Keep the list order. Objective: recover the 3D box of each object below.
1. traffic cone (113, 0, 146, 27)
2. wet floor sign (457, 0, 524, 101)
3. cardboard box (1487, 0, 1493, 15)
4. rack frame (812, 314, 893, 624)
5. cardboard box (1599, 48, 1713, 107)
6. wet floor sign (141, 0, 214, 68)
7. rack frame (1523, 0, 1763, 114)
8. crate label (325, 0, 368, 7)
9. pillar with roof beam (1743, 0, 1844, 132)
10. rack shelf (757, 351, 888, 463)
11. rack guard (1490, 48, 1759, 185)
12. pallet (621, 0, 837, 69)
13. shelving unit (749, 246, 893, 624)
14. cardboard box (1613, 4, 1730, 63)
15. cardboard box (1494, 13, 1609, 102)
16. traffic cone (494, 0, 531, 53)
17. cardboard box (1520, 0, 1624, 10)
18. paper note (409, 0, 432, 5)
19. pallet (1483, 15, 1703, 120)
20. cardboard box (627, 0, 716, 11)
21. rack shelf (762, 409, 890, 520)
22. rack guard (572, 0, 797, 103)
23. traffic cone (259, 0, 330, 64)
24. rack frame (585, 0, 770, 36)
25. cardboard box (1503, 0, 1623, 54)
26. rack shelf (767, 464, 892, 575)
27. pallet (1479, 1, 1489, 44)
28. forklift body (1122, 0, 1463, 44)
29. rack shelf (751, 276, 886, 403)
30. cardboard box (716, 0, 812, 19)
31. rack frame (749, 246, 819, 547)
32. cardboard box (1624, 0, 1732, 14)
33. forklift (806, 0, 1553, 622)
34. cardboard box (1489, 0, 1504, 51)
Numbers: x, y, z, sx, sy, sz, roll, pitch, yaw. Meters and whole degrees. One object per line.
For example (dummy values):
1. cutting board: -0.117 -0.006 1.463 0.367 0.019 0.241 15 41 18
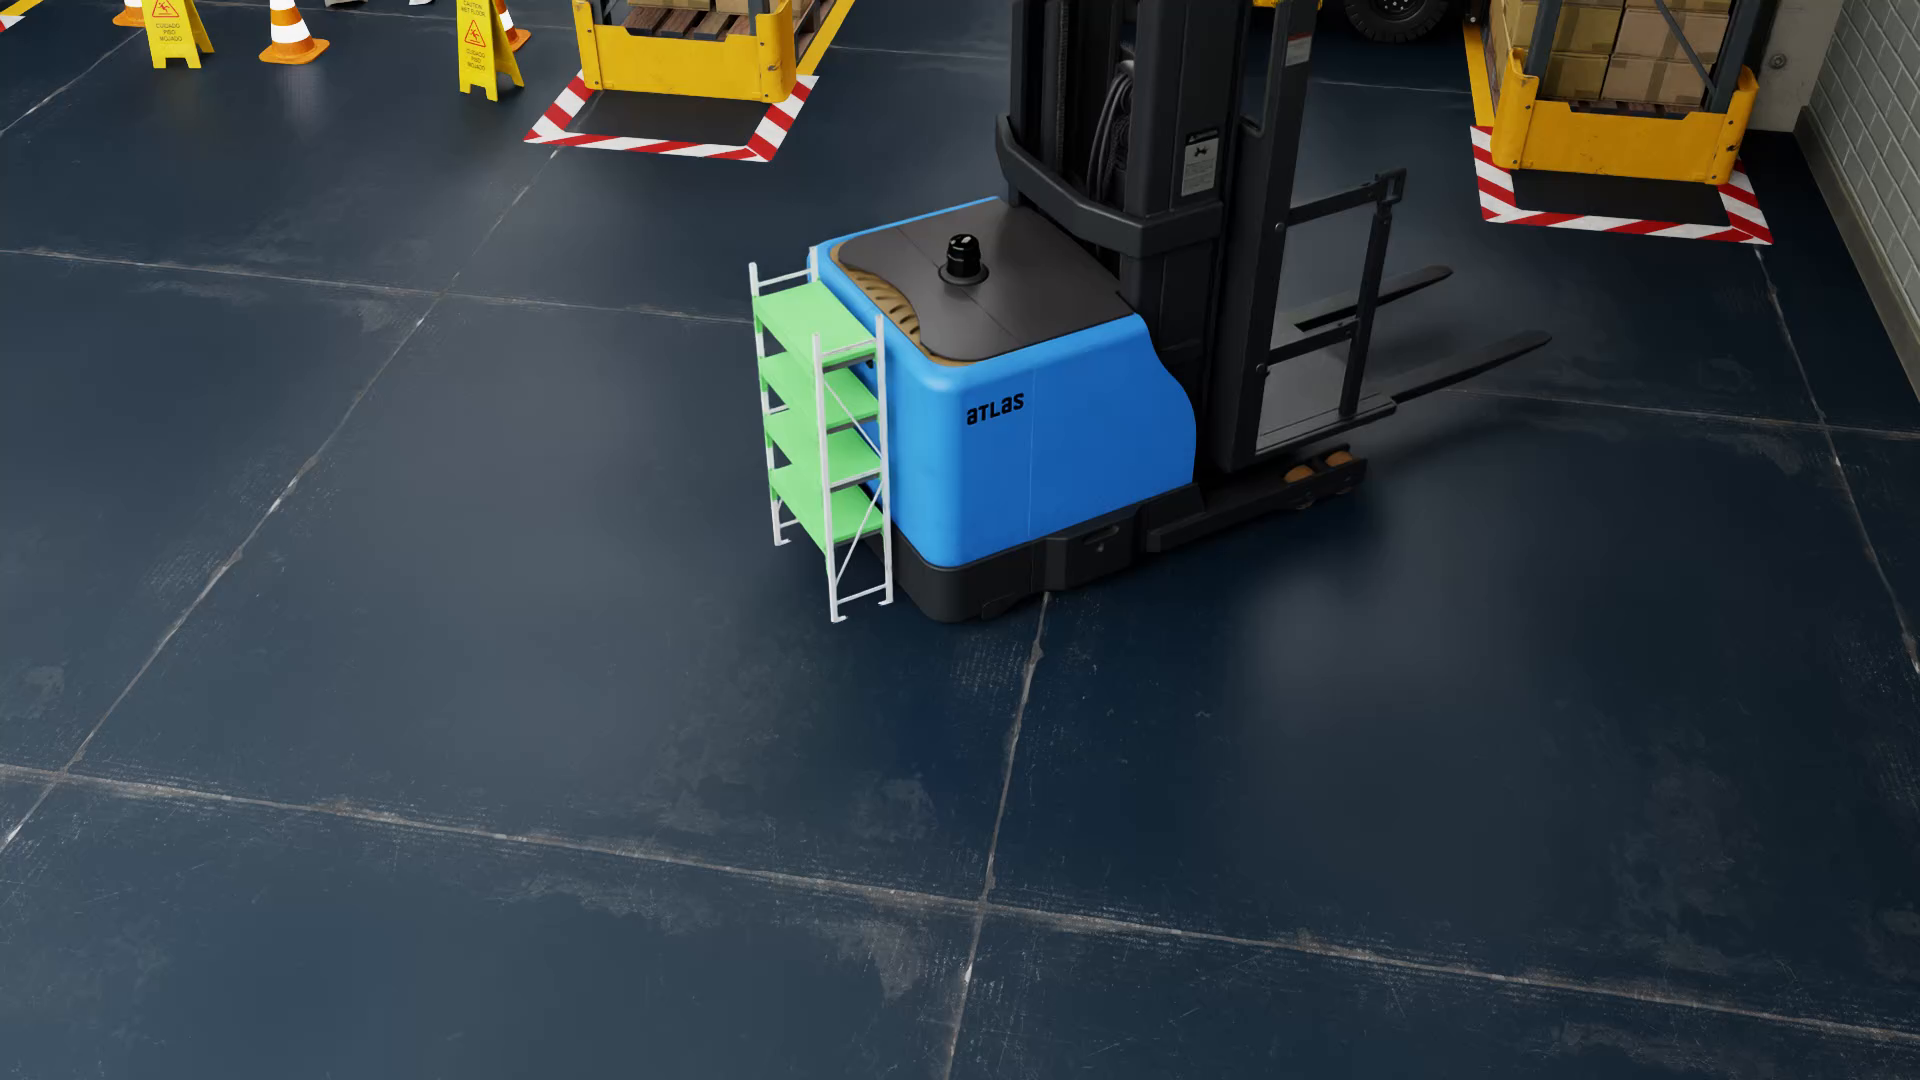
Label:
1. traffic cone: -4.930 -3.362 9.954 0.336 0.463 0.334 6 40 8
2. wet floor sign: -2.615 -2.772 9.097 0.267 0.644 0.232 20 44 23
3. cardboard box: 3.323 -3.192 9.585 0.500 0.250 0.500 7 40 8
4. rack frame: -0.349 -0.207 5.559 0.240 1.200 0.015 -20 43 -22
5. cardboard box: 3.639 -2.525 8.778 0.500 0.250 0.500 7 40 8
6. wet floor sign: -4.475 -3.019 9.396 0.267 0.644 0.232 0 40 0
7. rack frame: 3.362 -3.136 7.689 1.000 3.000 0.127 6 40 8
8. crate label: -3.801 -3.399 10.254 0.250 0.136 0.298 -13 41 -15
9. pillar with roof beam: 0.130 -6.260 6.760 9.100 9.000 0.400 6 40 8
10. rack shelf: -0.467 -0.478 5.611 0.258 0.148 0.480 -20 43 -22
11. rack guard: 3.358 -2.157 8.467 1.175 0.500 0.348 6 40 8
12. pallet: -1.339 -3.160 9.906 1.003 0.211 1.213 6 40 8
13. shelving unit: -0.467 -0.343 5.723 0.258 1.200 0.503 -20 43 -22
14. cardboard box: 3.648 -2.703 8.601 0.500 0.250 0.500 7 40 8
15. cardboard box: 3.132 -2.568 8.830 0.500 0.250 0.500 7 40 8
16. traffic cone: -2.724 -3.115 9.655 0.336 0.463 0.334 6 40 8
17. cardboard box: 3.134 -2.947 8.504 0.500 0.250 0.500 8 40 9
18. paper note: -3.325 -3.349 10.277 0.148 0.019 0.142 -6 40 -8
19. pallet: 3.453 -2.546 9.163 1.003 0.211 1.213 6 40 8
20. cardboard box: -1.649 -3.335 9.758 0.500 0.250 0.500 6 40 7
21. rack shelf: -0.467 -0.294 5.764 0.258 0.148 0.480 -20 43 -22
22. rack guard: -1.515 -2.765 9.202 1.175 0.500 0.348 6 40 8
23. traffic cone: -3.876 -3.024 9.545 0.336 0.463 0.334 6 40 8
24. rack frame: -1.528 -3.681 8.348 1.000 3.000 0.127 6 40 8
25. cardboard box: 3.138 -2.771 8.683 0.500 0.250 0.500 6 40 7
26. rack shelf: -0.467 -0.109 5.917 0.258 0.148 0.480 -20 43 -22
27. pallet: 3.666 -3.309 10.087 1.003 0.211 1.213 6 40 8
28. forklift body: 1.893 -4.200 9.642 2.313 2.155 1.214 6 40 8
29. rack shelf: -0.467 -0.663 5.458 0.258 0.148 0.480 -20 43 -22
30. cardboard box: -1.116 -3.259 9.666 0.500 0.250 0.500 6 40 7
31. rack frame: -0.586 -0.479 5.887 0.240 1.200 0.015 -20 43 -22
32. cardboard box: 3.631 -2.904 8.452 0.500 0.250 0.500 6 40 7
33. forklift: 0.988 -1.523 5.792 3.031 2.935 1.130 -20 43 -22
34. cardboard box: 3.227 -2.879 9.206 0.500 0.250 0.500 6 40 8
